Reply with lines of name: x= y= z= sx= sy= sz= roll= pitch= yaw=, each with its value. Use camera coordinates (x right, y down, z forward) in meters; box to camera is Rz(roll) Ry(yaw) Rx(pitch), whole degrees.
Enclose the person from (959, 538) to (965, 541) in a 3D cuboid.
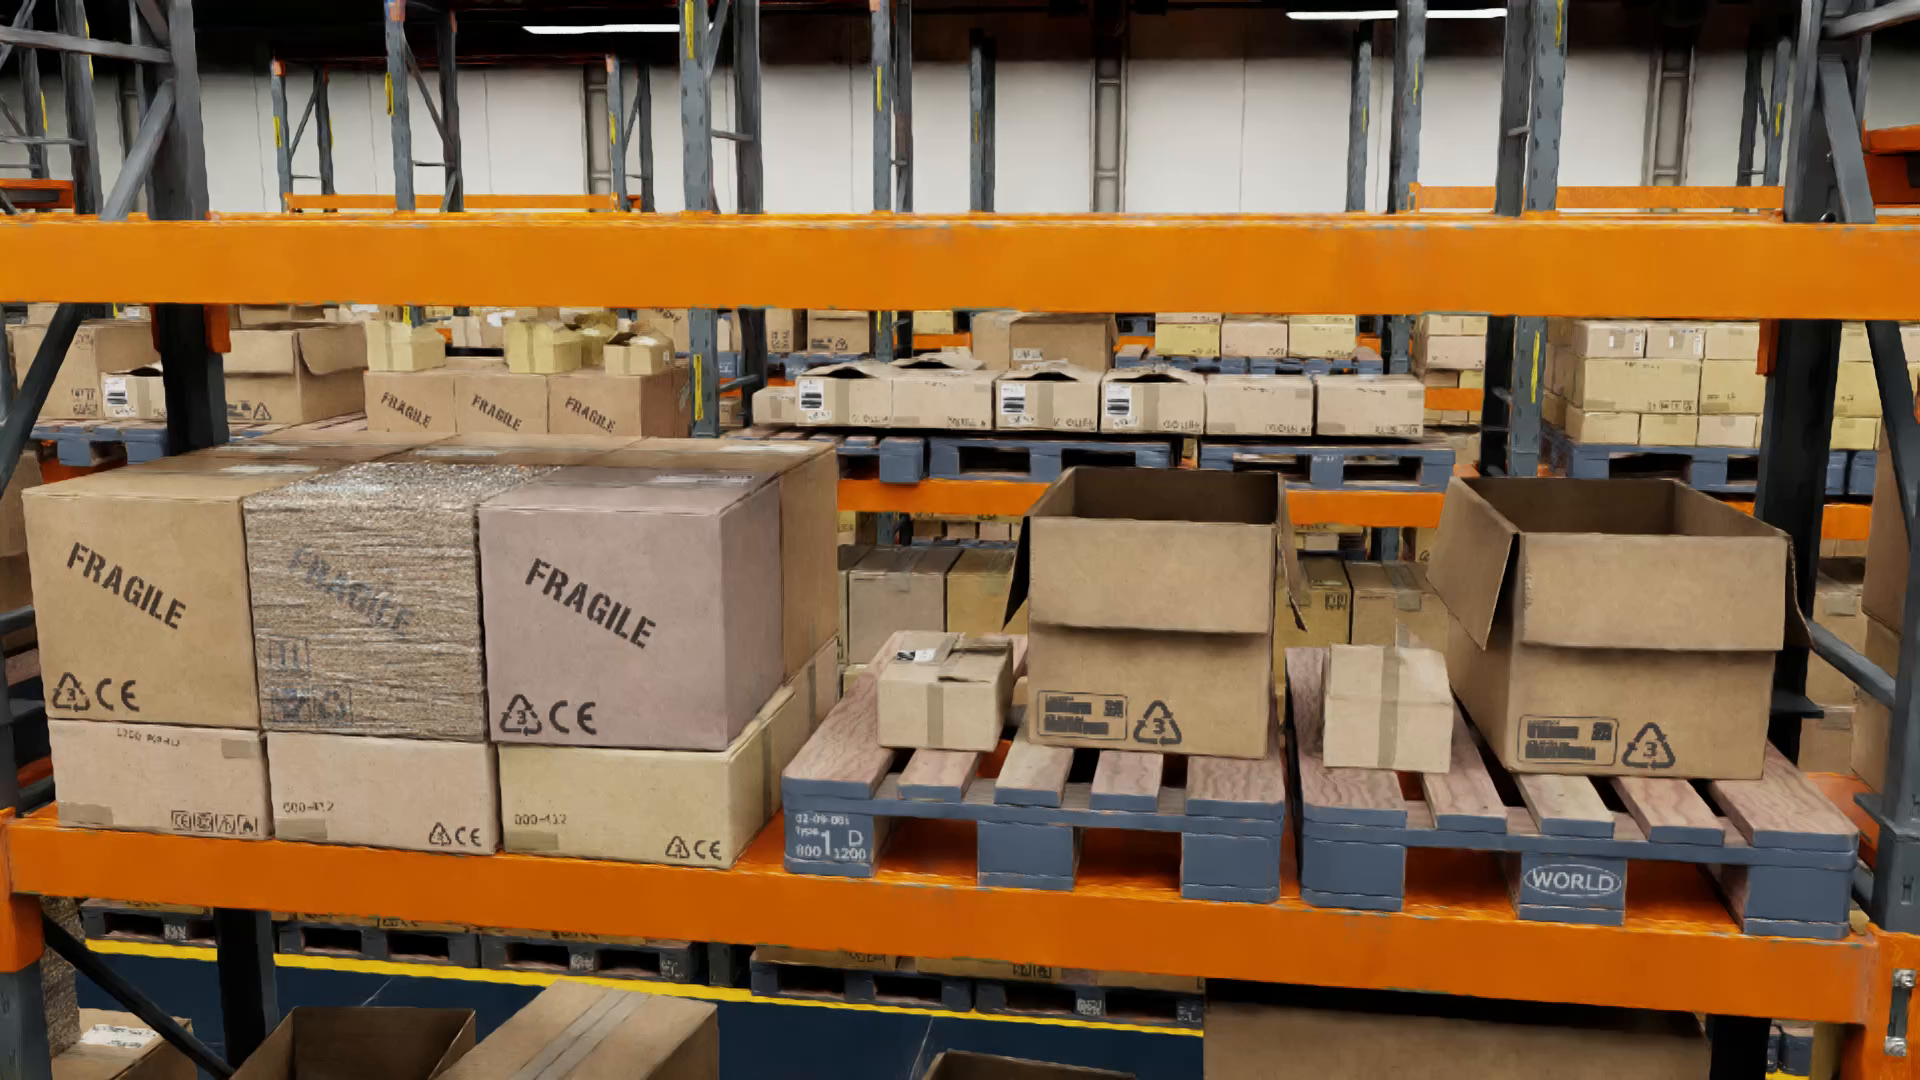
person: x=0.093 y=-0.113 z=17.483 sx=0.584 sy=1.662 sz=0.468 roll=-4 pitch=12 yaw=-19
